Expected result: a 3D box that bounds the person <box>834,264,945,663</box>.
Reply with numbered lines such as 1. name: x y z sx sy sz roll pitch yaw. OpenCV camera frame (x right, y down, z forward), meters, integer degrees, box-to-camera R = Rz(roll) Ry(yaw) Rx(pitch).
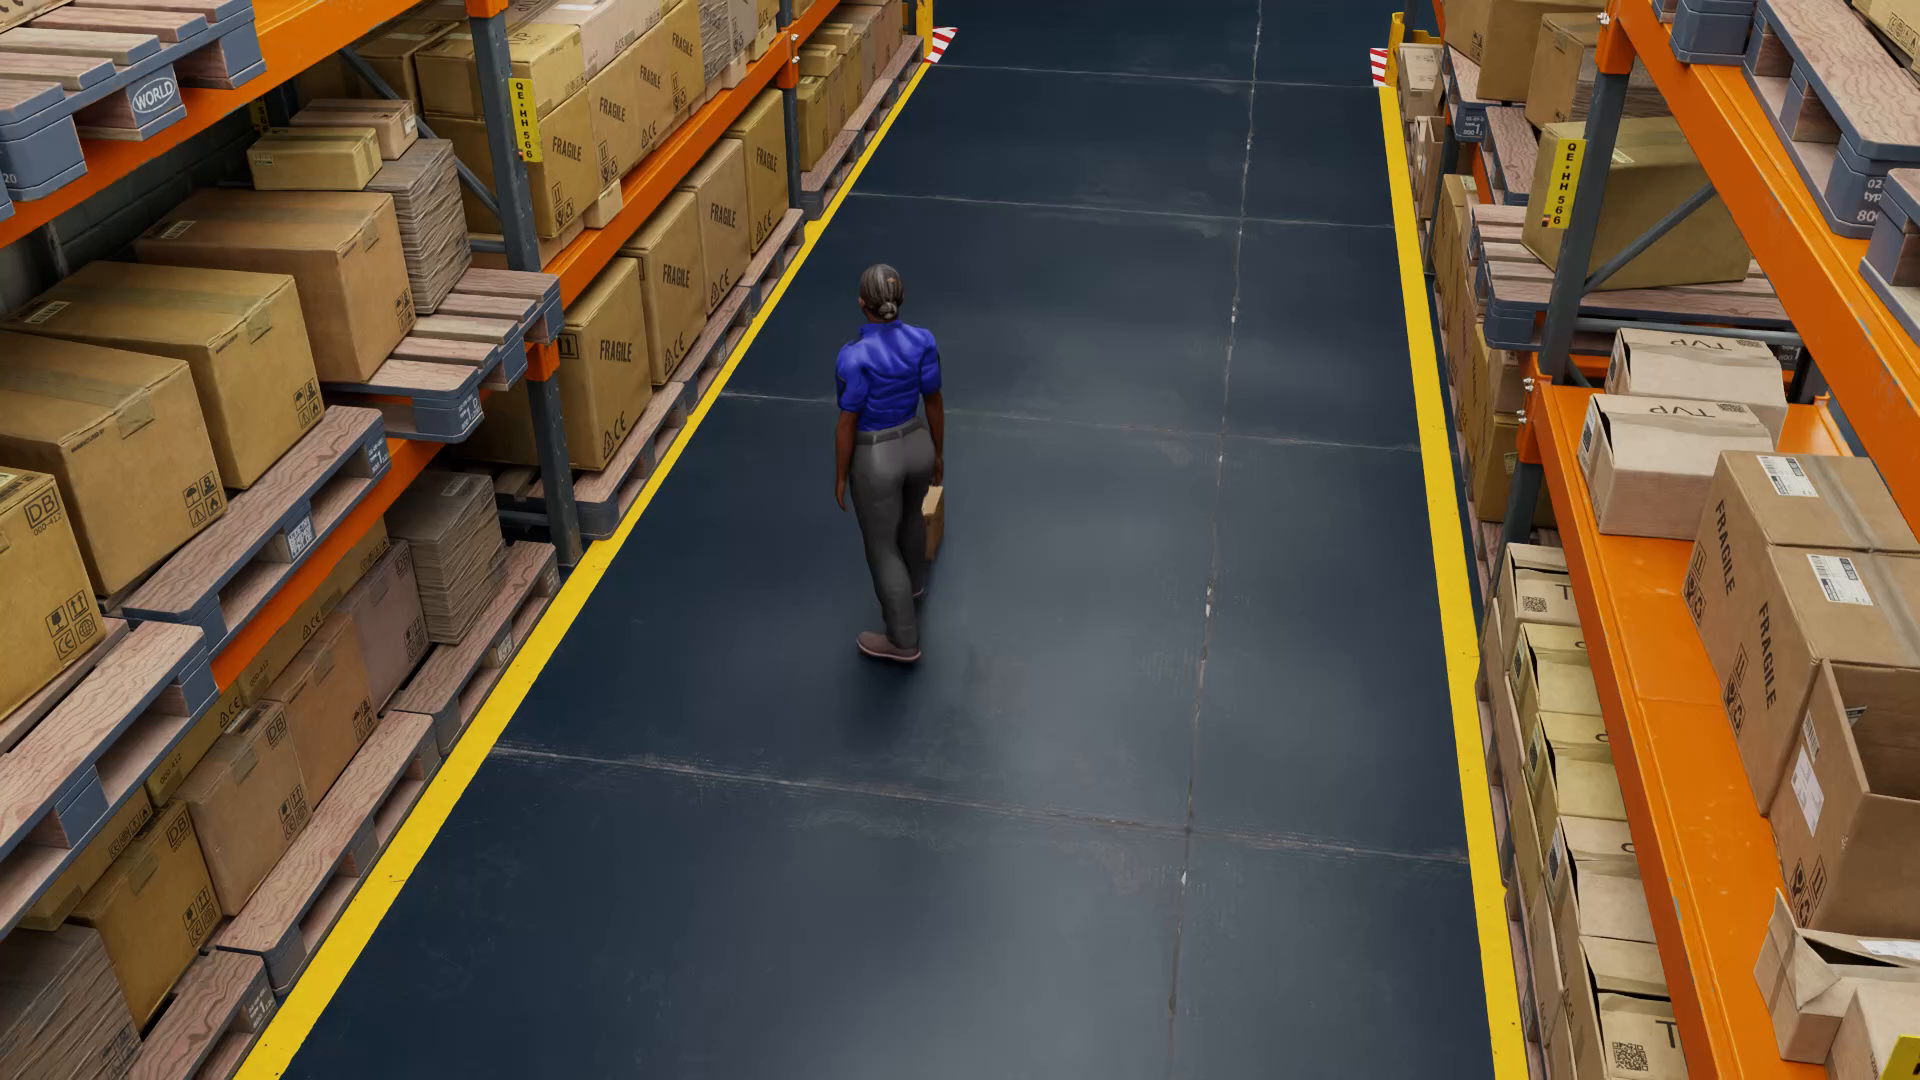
1. person: -0.302 -0.347 6.660 0.529 1.645 0.651 -23 39 -31
